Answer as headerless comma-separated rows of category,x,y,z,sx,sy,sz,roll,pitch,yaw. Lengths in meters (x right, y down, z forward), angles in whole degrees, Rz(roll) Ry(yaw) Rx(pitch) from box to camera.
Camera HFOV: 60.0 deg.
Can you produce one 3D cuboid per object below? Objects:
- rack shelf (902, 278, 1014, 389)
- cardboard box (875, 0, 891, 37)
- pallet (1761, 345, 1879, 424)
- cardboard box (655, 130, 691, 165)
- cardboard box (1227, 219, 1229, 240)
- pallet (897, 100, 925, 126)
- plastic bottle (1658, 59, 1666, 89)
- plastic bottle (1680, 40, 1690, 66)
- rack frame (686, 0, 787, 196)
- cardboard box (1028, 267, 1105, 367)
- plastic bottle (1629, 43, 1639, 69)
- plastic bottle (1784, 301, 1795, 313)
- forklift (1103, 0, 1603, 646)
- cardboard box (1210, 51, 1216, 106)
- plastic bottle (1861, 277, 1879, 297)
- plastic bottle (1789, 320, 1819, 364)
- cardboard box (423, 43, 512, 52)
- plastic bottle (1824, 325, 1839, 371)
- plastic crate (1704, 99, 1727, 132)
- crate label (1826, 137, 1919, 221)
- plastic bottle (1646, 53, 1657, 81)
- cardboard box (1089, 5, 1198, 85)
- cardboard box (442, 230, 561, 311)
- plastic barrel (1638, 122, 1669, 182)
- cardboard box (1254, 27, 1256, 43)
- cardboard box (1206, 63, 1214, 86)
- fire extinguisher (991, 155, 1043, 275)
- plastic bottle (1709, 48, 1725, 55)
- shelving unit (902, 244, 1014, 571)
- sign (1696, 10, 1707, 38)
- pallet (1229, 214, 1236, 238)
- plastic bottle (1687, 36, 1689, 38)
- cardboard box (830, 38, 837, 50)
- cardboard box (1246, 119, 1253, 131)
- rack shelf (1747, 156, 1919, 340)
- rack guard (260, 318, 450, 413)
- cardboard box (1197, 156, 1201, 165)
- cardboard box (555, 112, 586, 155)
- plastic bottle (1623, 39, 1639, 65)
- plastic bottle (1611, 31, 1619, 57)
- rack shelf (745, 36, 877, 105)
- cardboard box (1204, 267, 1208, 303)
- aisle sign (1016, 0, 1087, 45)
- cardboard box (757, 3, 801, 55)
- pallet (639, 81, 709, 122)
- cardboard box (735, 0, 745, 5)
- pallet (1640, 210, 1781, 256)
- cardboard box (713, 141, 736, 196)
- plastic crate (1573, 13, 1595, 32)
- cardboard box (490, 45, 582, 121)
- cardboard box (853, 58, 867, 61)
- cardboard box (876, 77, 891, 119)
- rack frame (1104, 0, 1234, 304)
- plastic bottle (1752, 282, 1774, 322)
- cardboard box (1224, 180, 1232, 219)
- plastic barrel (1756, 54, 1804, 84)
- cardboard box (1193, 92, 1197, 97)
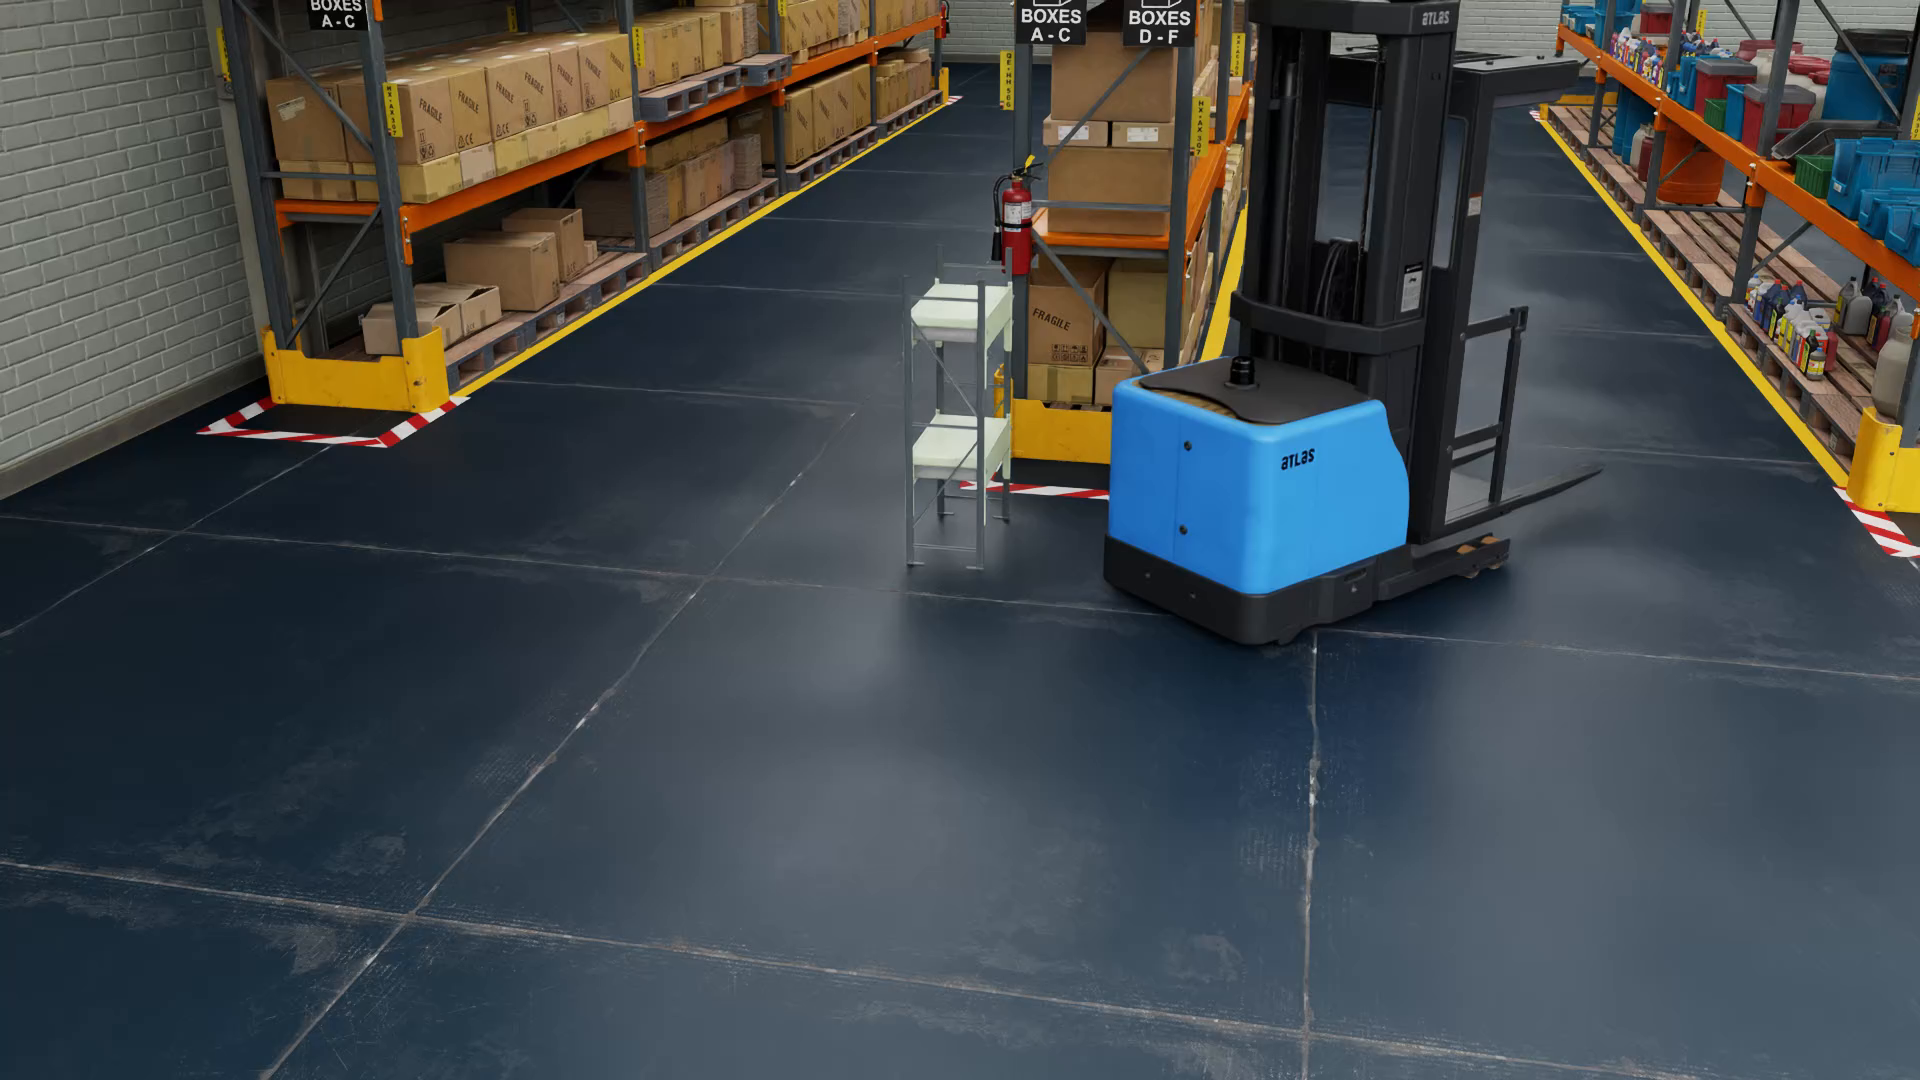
rack shelf,-0.001,-1.055,8.422,0.431,0.370,0.720,4,22,11
cardboard box,-1.468,-7.026,21.882,0.980,0.700,0.700,5,22,12
pallet,6.046,-1.025,11.116,1.003,0.211,1.213,4,22,11
cardboard box,-2.905,-3.778,15.974,0.500,0.250,0.500,4,22,9
cardboard box,2.156,-2.812,14.939,0.500,0.250,0.500,4,22,9
pallet,-1.117,-6.116,23.756,1.003,0.211,1.213,4,22,11
plastic bottle,6.952,-4.598,16.411,0.061,0.283,0.133,4,22,11
plastic bottle,8.036,-5.390,18.395,0.097,0.271,0.097,0,22,0
rack frame,-2.411,-5.227,17.816,1.000,3.000,0.127,4,22,11
cardboard box,0.625,-1.411,10.455,0.500,0.500,0.500,4,22,11
plastic bottle,7.349,-5.271,18.097,0.097,0.271,0.097,0,22,0
plastic bottle,5.868,-1.558,11.769,0.097,0.271,0.097,0,22,0
forklift,2.181,-1.305,8.171,3.031,2.935,1.130,-16,27,-35
cardboard box,2.005,-4.089,14.858,0.500,0.500,0.500,4,22,11
plastic bottle,6.622,-1.726,12.082,0.144,0.351,0.185,4,22,9
plastic bottle,5.707,-1.332,11.203,0.152,0.276,0.135,4,22,9
cardboard box,-3.744,-3.525,12.760,0.500,0.500,0.500,5,22,12
plastic bottle,5.783,-1.277,11.056,0.061,0.283,0.133,4,22,11
plastic crate,6.550,-3.569,13.983,0.450,0.188,0.662,4,22,11
crate label,5.766,-2.256,10.392,0.502,0.435,0.616,4,22,11
plastic bottle,7.120,-4.860,17.077,0.097,0.271,0.097,0,22,0
cardboard box,1.231,-3.322,11.217,0.700,0.500,0.500,4,22,11
cardboard box,-3.500,-2.065,12.722,0.700,0.500,0.500,3,22,8
plastic barrel,7.601,-4.141,17.786,0.600,0.588,0.708,4,22,11
cardboard box,2.955,-5.904,18.801,0.700,0.500,0.500,-1,22,-3
cardboard box,1.724,-3.529,12.598,0.380,0.149,0.250,4,22,10
fire extinguisher,0.328,-1.881,9.612,0.296,0.674,0.183,4,22,11
plastic bottle,7.975,-5.055,17.555,0.152,0.276,0.135,4,22,11
shelving unit,-0.001,-0.693,8.567,0.431,1.500,0.755,4,22,11
sign,8.642,-6.020,19.416,0.100,0.325,0.005,4,22,11
pallet,2.233,-3.259,16.662,1.003,0.211,1.213,4,22,11
plastic bottle,8.265,-5.574,18.845,0.152,0.276,0.135,4,22,11
cardboard box,-1.689,-5.976,19.986,0.380,0.149,0.250,4,22,9
cardboard box,3.020,-4.415,18.557,0.500,0.500,0.500,4,22,10
rack shelf,6.063,-1.943,10.627,1.077,0.370,4.000,4,22,11
rack guard,-4.028,-1.169,11.087,1.175,0.500,0.348,4,22,11
cardboard box,1.437,-3.078,12.346,0.700,0.500,0.500,4,22,10
cardboard box,-3.225,-3.140,12.810,0.500,0.250,0.500,4,22,11
plastic bottle,7.447,-5.398,18.407,0.152,0.276,0.135,4,22,11
plastic bottle,7.584,-5.730,19.221,0.061,0.283,0.133,4,22,11
rack shelf,-2.003,-5.624,19.766,1.077,0.370,4.000,4,22,11
cardboard box,1.630,-1.938,12.770,0.500,0.250,0.500,4,22,11
aisle sign,0.506,-3.129,9.127,0.394,0.787,0.004,4,22,11
cardboard box,-2.062,-5.578,18.131,0.500,0.500,0.500,5,22,13
pallet,-2.929,-3.943,14.886,1.003,0.211,1.213,4,22,11
cardboard box,-2.452,-5.649,17.275,0.380,0.149,0.250,2,22,4
pallet,7.091,-2.898,15.766,1.003,0.211,1.213,4,22,11
cardboard box,-2.726,-3.824,17.091,0.700,0.500,0.500,4,22,11
plastic crate,8.278,-6.801,21.868,0.416,0.233,0.300,4,22,11
cardboard box,-3.231,-3.488,12.670,0.500,0.500,0.500,4,22,9
cardboard box,-1.355,-6.635,23.229,0.380,0.149,0.250,5,22,11
cardboard box,-1.342,-5.990,22.496,0.700,0.500,0.500,5,22,12
rack frame,1.623,-3.387,13.249,1.000,3.000,0.127,4,22,11
plastic bottle,5.938,-1.746,12.230,0.152,0.276,0.135,5,23,13
cardboard box,2.163,-3.071,14.832,0.500,0.311,0.500,4,22,9
plastic barrel,7.200,-3.977,14.563,0.421,0.512,0.421,0,22,0
cardboard box,1.358,-2.870,10.963,0.380,0.149,0.250,4,22,10
